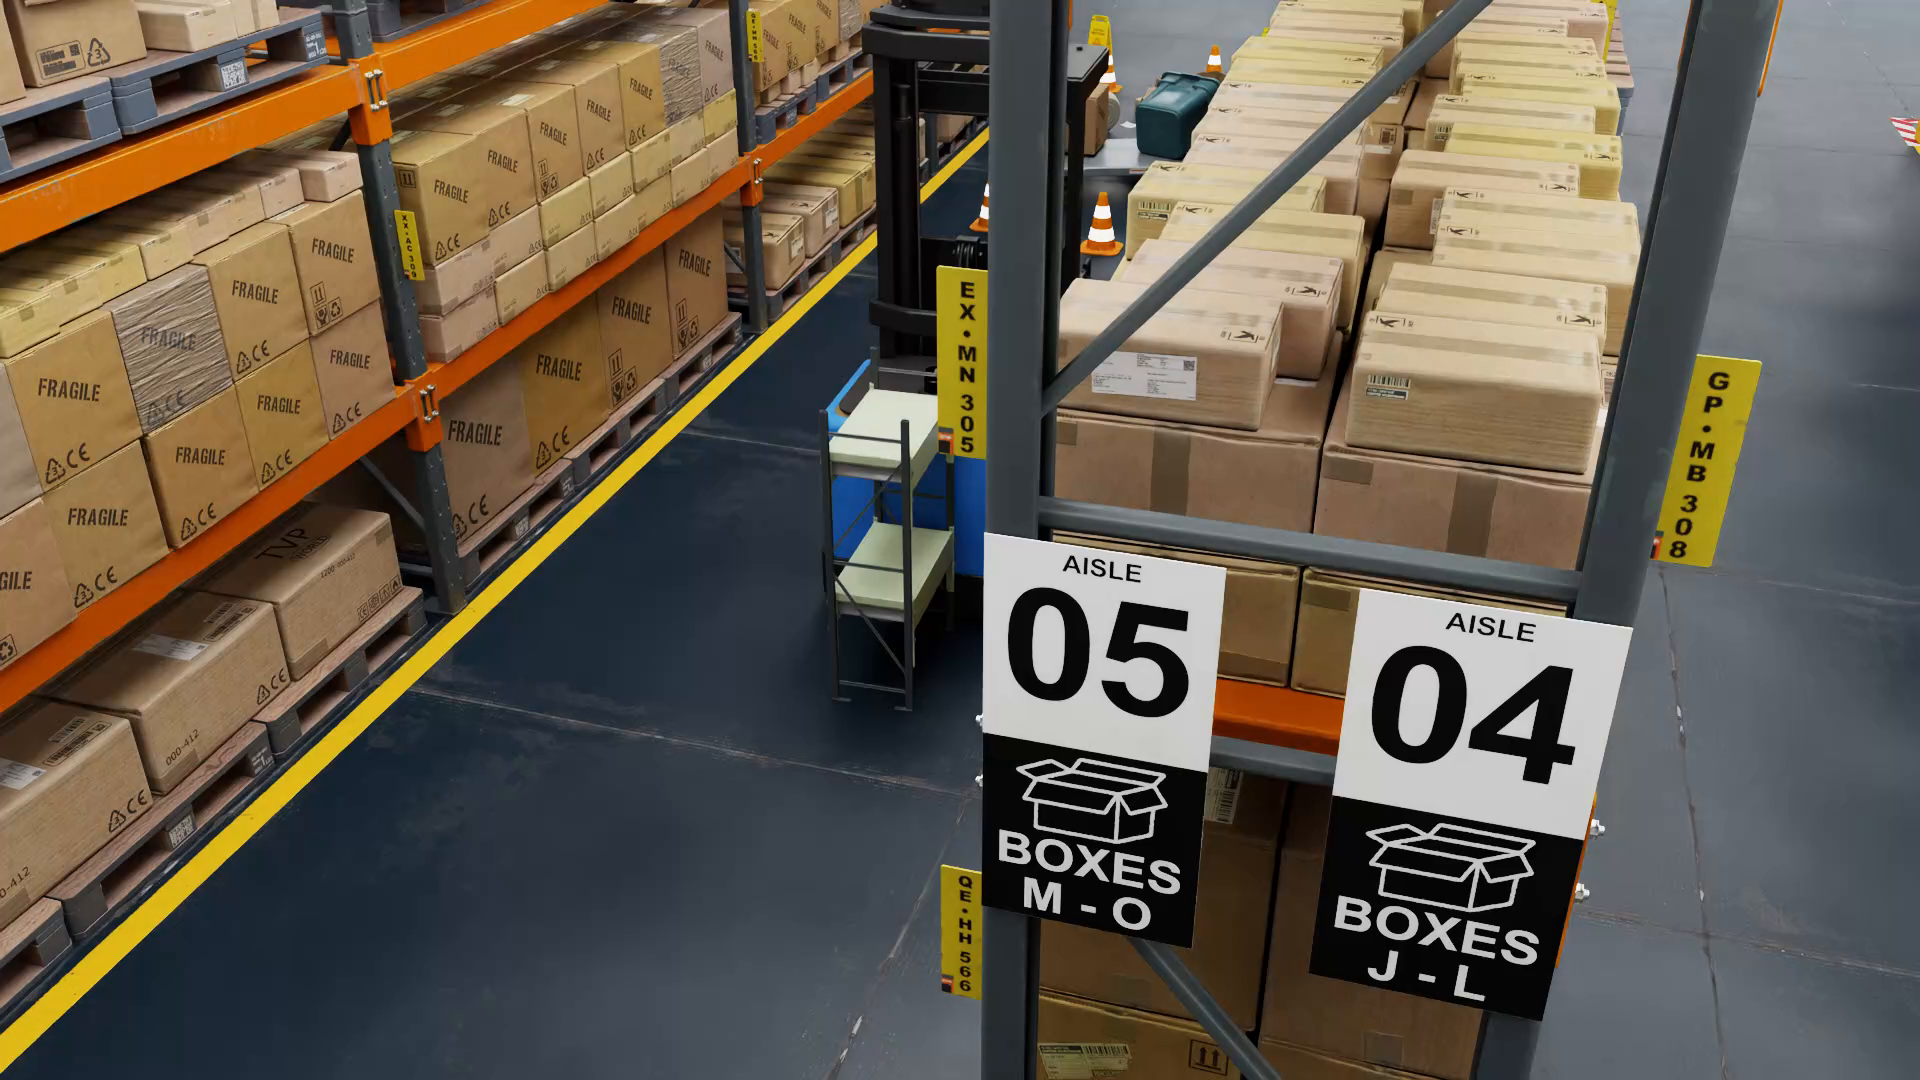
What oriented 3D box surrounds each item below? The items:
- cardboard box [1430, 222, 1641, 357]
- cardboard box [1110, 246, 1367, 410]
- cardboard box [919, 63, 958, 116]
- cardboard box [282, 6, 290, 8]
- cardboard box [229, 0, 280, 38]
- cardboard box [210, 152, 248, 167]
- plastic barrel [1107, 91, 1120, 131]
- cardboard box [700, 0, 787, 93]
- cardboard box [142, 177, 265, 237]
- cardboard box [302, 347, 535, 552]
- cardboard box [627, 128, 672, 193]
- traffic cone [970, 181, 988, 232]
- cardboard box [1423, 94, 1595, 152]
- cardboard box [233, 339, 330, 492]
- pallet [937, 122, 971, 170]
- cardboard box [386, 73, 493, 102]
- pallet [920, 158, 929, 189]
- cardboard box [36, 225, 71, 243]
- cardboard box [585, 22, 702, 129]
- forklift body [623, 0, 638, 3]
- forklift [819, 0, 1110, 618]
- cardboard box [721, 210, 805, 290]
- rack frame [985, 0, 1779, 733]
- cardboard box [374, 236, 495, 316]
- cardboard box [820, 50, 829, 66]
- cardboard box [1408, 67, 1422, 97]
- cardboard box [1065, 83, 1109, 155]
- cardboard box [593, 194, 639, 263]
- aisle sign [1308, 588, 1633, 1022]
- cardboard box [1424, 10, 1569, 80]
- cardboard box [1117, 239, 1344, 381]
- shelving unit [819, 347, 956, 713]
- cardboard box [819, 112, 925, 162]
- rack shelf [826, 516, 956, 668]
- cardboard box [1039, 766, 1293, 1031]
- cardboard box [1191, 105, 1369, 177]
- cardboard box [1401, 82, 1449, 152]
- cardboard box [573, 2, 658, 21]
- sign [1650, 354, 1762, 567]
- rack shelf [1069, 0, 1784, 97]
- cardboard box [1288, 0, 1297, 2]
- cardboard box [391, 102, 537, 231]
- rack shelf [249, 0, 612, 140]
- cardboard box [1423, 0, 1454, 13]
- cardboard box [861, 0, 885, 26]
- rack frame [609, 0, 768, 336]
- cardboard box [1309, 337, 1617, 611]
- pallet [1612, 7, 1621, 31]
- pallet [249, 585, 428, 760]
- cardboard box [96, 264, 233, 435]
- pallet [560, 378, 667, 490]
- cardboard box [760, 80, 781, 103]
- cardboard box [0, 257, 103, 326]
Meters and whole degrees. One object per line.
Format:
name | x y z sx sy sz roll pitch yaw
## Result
cardboard box | 1.090 -0.482 3.175 0.380 0.149 0.250 8 30 15
cardboard box | 0.577 -0.446 3.521 0.500 0.250 0.500 8 30 14
cardboard box | -0.272 -4.276 15.475 0.500 0.500 0.500 10 31 17
cardboard box | -5.815 -4.616 14.103 0.500 0.250 0.500 9 30 16
cardboard box | -2.933 -2.149 6.546 0.396 0.266 0.258 9 30 16
cardboard box | -3.392 -1.667 7.362 0.380 0.149 0.250 8 30 14
plastic barrel | 1.312 -4.287 16.522 0.421 0.421 0.512 -17 34 -28
cardboard box | -1.524 -3.405 11.444 0.500 0.500 0.500 8 30 13
cardboard box | -3.101 -1.367 6.822 0.380 0.149 0.250 9 30 15
cardboard box | -2.946 -0.567 8.937 0.875 0.875 0.875 9 30 16
cardboard box | -2.054 -2.283 9.909 0.500 0.250 0.500 8 30 14
traffic cone | 0.271 -2.846 13.889 0.336 0.463 0.334 8 30 15
cardboard box | 1.333 -0.968 4.049 0.380 0.149 0.250 10 30 17
cardboard box | -3.089 -0.564 7.076 0.500 0.500 0.500 8 30 14
pallet | -0.540 -3.829 15.916 1.003 0.211 1.213 8 30 15
cardboard box | -2.848 -2.211 9.007 0.500 0.500 0.500 9 30 16
pallet | -0.930 -3.150 14.695 1.003 0.211 1.213 8 30 15
cardboard box | -3.724 -1.195 6.513 0.380 0.149 0.250 8 30 13
cardboard box | -1.922 -2.835 10.129 0.500 0.500 0.500 9 30 16
forklift body | -3.088 -5.783 17.433 2.313 2.155 1.214 8 30 15
forklift | 0.160 -1.577 9.069 1.130 2.935 3.031 7 30 13
cardboard box | -1.702 -2.168 12.332 0.950 0.372 0.625 6 30 11
rack frame | 0.536 -1.116 1.999 1.000 3.000 0.127 8 30 15
cardboard box | -2.653 -1.330 8.195 0.500 0.250 0.500 8 30 13
cardboard box | -1.222 -3.702 12.645 0.380 0.149 0.250 10 31 17
cardboard box | 1.189 -1.396 5.229 0.500 0.250 0.500 8 30 15
cardboard box | 1.007 -3.729 14.660 0.500 0.500 0.500 8 30 15
cardboard box | -2.198 -1.821 9.593 0.500 0.250 0.500 8 30 14
aisle sign | 0.802 0.447 2.688 0.394 0.787 0.004 8 30 15
cardboard box | 1.591 -1.458 4.929 0.380 0.149 0.250 10 30 17
cardboard box | 0.498 -0.432 3.086 0.380 0.149 0.250 9 30 16
shelving unit | -0.318 -0.048 7.794 0.431 1.500 0.755 7 30 13
cardboard box | -0.855 -3.521 14.765 0.950 0.372 0.625 9 30 16
rack shelf | -0.318 0.237 7.953 0.431 0.370 0.720 7 30 13
cardboard box | 0.433 0.647 3.564 0.500 0.500 0.500 8 30 14
cardboard box | 0.759 -0.919 3.961 0.380 0.149 0.250 9 30 16
cardboard box | 1.505 -1.083 4.666 0.500 0.250 0.500 10 31 17
cardboard box | -2.256 -3.158 10.709 0.500 0.500 0.500 8 30 13
sign | 1.055 -0.110 2.377 0.100 0.325 0.005 8 30 15
rack shelf | 1.123 -1.729 3.846 1.077 0.370 4.000 8 30 15
cardboard box | 1.282 -1.769 5.488 0.380 0.149 0.250 7 30 13
cardboard box | -2.524 -1.897 8.443 0.500 0.500 0.500 8 30 15
rack shelf | -2.464 -2.938 9.101 1.077 0.370 4.000 8 30 15
cardboard box | 1.927 -2.052 6.232 0.700 0.500 0.500 9 30 15
cardboard box | -0.921 -4.370 13.180 0.500 0.500 0.500 10 30 17
rack frame | -1.877 -2.871 11.326 1.000 3.000 0.127 8 30 15
cardboard box | 0.916 -0.129 2.952 0.500 0.250 0.500 9 30 16
pallet | 2.295 -2.336 7.471 1.213 0.211 1.003 8 30 15
pallet | -3.349 0.548 8.047 1.003 0.211 1.213 8 30 15
cardboard box | -3.223 -0.762 6.403 0.500 0.500 0.500 9 30 16
pallet | -2.541 -0.732 10.349 1.003 0.211 1.213 8 30 15
cardboard box | -1.489 -3.196 11.736 0.380 0.149 0.250 7 30 12
cardboard box | -3.331 -0.887 5.960 0.380 0.149 0.250 9 30 15
